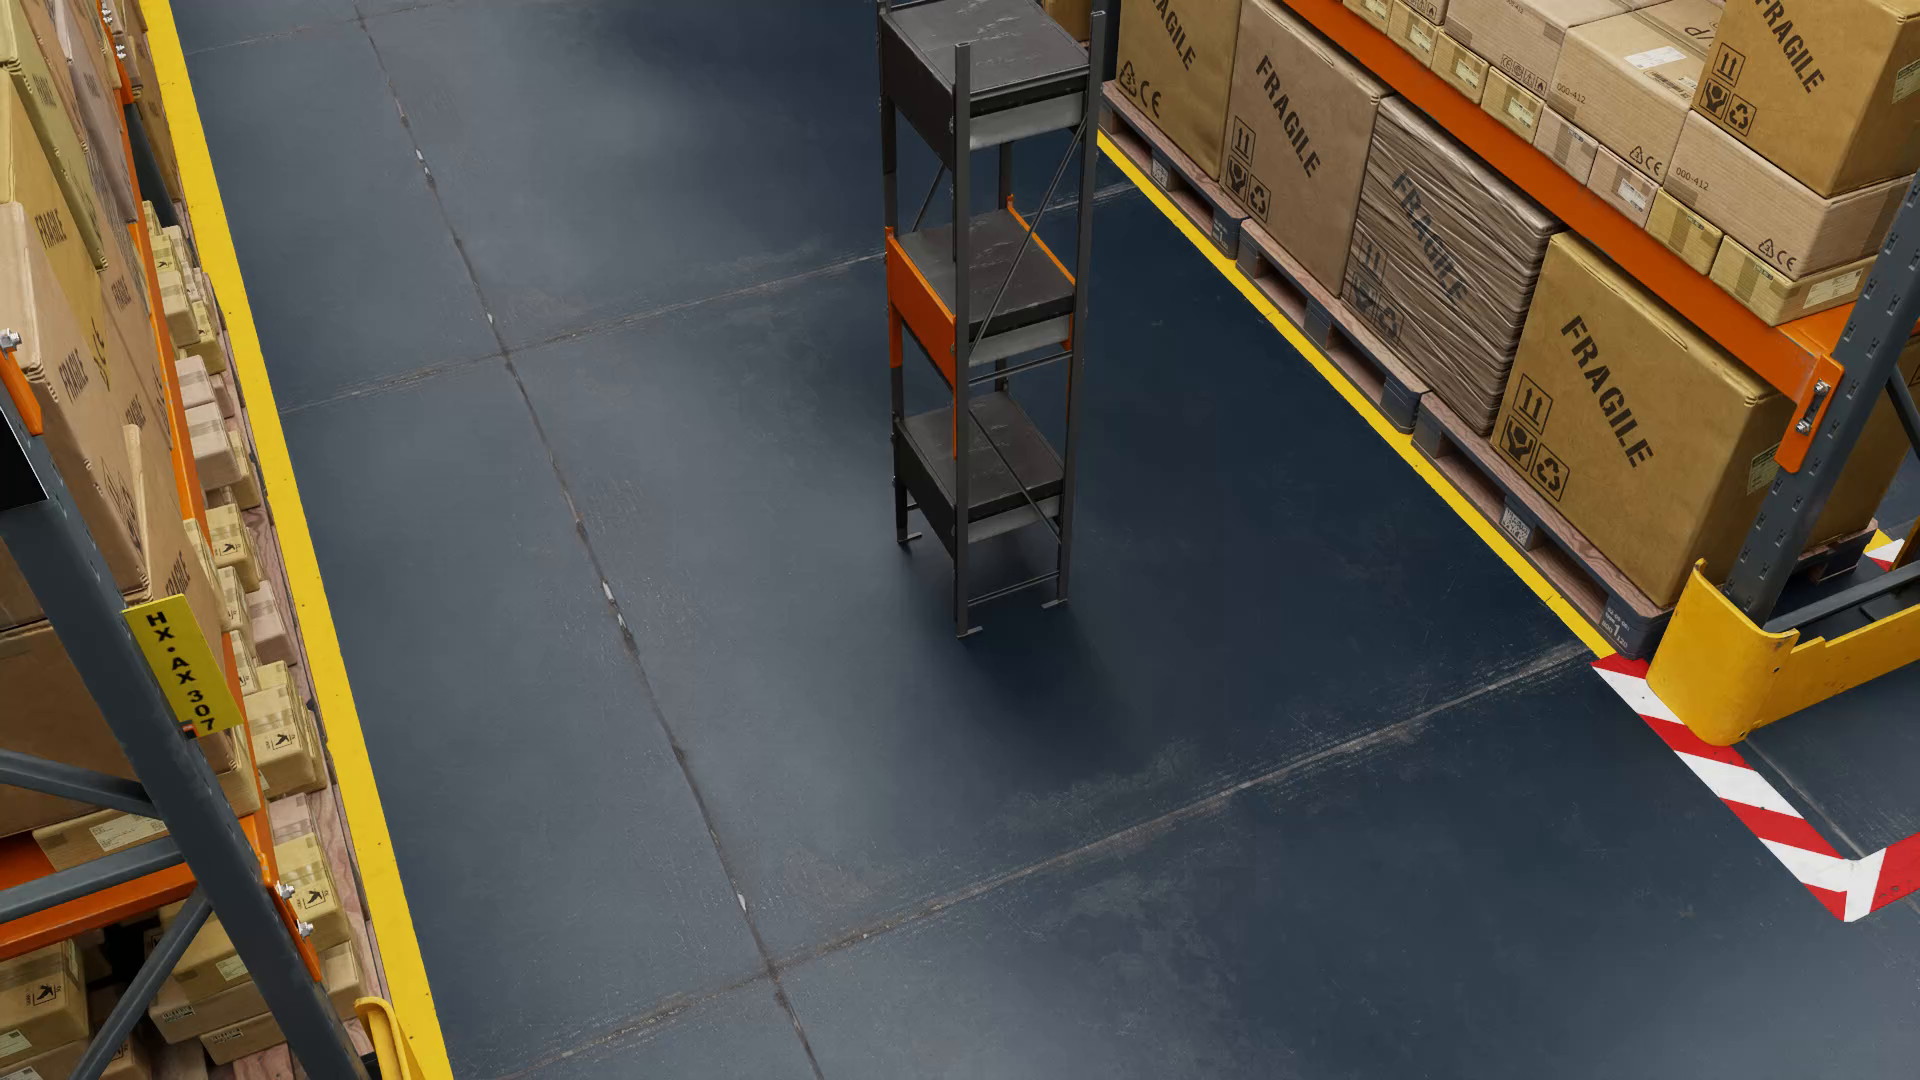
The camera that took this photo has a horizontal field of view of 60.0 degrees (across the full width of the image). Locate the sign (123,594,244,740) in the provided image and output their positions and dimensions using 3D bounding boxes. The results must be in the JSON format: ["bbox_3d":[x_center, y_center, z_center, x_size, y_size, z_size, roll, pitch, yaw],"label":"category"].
[{"bbox_3d":[-1.296,0.217,2.778,0.100,0.325,0.005,-18,47,-17],"label":"sign"}]

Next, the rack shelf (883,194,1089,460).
[{"bbox_3d":[0.070,-0.632,4.915,0.431,0.518,0.480,-18,47,-17],"label":"rack shelf"}]

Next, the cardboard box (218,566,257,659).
[{"bbox_3d":[-2.203,0.253,4.665,0.380,0.149,0.250,-16,47,-16],"label":"cardboard box"}]

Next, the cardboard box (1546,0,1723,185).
[{"bbox_3d":[2.097,-1.321,4.848,0.500,0.250,0.500,-19,48,-18],"label":"cardboard box"}]

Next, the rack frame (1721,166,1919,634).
[{"bbox_3d":[2.754,-0.715,4.339,1.000,3.000,0.127,-18,47,-17],"label":"rack frame"}]

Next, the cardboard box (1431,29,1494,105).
[{"bbox_3d":[1.765,-1.570,5.385,0.380,0.149,0.250,-18,47,-17],"label":"cardboard box"}]

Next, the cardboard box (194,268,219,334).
[{"bbox_3d":[-2.997,-0.849,6.205,0.380,0.149,0.250,-17,47,-17],"label":"cardboard box"}]

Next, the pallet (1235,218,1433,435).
[{"bbox_3d":[1.838,-0.985,6.598,1.003,0.211,1.213,-18,47,-17],"label":"pallet"}]

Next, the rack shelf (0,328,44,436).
[{"bbox_3d":[-2.630,-1.400,3.410,1.077,0.370,4.000,-18,47,-17],"label":"rack shelf"}]

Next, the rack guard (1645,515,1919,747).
[{"bbox_3d":[2.764,0.190,5.201,1.175,0.500,0.348,-18,47,-17],"label":"rack guard"}]

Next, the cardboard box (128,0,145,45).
[{"bbox_3d":[-3.997,-2.339,7.465,0.500,0.500,0.500,-17,47,-17],"label":"cardboard box"}]

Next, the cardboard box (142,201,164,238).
[{"bbox_3d":[-3.085,-1.060,5.996,0.380,0.149,0.250,-17,47,-16],"label":"cardboard box"}]

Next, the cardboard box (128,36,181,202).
[{"bbox_3d":[-3.541,-1.672,6.790,0.500,0.500,0.500,-16,47,-16],"label":"cardboard box"}]

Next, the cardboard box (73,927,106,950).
[{"bbox_3d":[-2.295,0.900,4.010,0.380,0.149,0.250,-17,47,-17],"label":"cardboard box"}]

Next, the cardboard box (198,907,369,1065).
[{"bbox_3d":[-1.718,1.123,4.207,0.380,0.149,0.250,-17,47,-17],"label":"cardboard box"}]

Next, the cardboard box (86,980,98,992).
[{"bbox_3d":[-2.399,1.143,4.186,0.380,0.149,0.250,-17,47,-16],"label":"cardboard box"}]

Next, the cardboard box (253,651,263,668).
[{"bbox_3d":[-2.215,0.494,4.844,0.380,0.149,0.250,-18,47,-17],"label":"cardboard box"}]

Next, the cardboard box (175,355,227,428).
[{"bbox_3d":[-2.594,-0.419,5.346,0.380,0.149,0.250,-20,48,-19],"label":"cardboard box"}]

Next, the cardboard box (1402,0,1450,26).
[{"bbox_3d":[1.660,-1.976,5.512,0.500,0.250,0.500,-18,47,-17],"label":"cardboard box"}]

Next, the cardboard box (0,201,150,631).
[{"bbox_3d":[-1.737,-0.176,2.798,0.500,0.500,0.500,-18,47,-18],"label":"cardboard box"}]

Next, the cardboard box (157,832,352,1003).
[{"bbox_3d":[-1.701,0.905,4.004,0.380,0.149,0.250,-20,48,-19],"label":"cardboard box"}]

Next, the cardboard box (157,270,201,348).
[{"bbox_3d":[-2.830,-0.752,5.684,0.380,0.149,0.250,-18,48,-18],"label":"cardboard box"}]

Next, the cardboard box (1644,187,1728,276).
[{"bbox_3d":[2.195,-0.920,4.726,0.380,0.149,0.250,-18,47,-17],"label":"cardboard box"}]

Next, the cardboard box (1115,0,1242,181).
[{"bbox_3d":[1.277,-2.213,7.071,0.875,0.875,0.875,-18,47,-17],"label":"cardboard box"}]

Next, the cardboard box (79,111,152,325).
[{"bbox_3d":[-2.389,-0.796,4.138,0.500,0.500,0.500,-19,48,-18],"label":"cardboard box"}]

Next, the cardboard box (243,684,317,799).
[{"bbox_3d":[-1.915,0.567,4.347,0.380,0.149,0.250,-18,47,-18],"label":"cardboard box"}]

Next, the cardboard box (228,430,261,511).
[{"bbox_3d":[-2.561,-0.189,5.537,0.380,0.149,0.250,-18,47,-17],"label":"cardboard box"}]

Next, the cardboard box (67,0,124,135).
[{"bbox_3d":[-2.794,-1.449,4.800,0.500,0.500,0.500,-19,48,-18],"label":"cardboard box"}]

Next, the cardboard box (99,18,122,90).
[{"bbox_3d":[-2.931,-1.529,5.343,0.380,0.149,0.250,-19,48,-18],"label":"cardboard box"}]

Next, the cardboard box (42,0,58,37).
[{"bbox_3d":[-2.603,-1.483,4.122,0.500,0.500,0.500,-17,47,-16],"label":"cardboard box"}]

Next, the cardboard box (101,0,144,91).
[{"bbox_3d":[-3.542,-1.939,6.526,0.500,0.250,0.500,-20,48,-19],"label":"cardboard box"}]

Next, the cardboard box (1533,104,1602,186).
[{"bbox_3d":[1.986,-1.240,5.050,0.380,0.149,0.250,-17,47,-17],"label":"cardboard box"}]

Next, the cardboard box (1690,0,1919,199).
[{"bbox_3d":[2.311,-1.267,4.259,0.500,0.500,0.500,-17,47,-17],"label":"cardboard box"}]

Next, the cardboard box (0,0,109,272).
[{"bbox_3d":[-2.153,-0.834,3.465,0.500,0.500,0.500,-19,48,-18],"label":"cardboard box"}]

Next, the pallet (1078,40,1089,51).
[{"bbox_3d":[0.679,-2.741,8.377,1.003,0.211,1.213,-18,47,-17],"label":"pallet"}]

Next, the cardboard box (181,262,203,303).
[{"bbox_3d":[-2.925,-0.828,5.973,0.380,0.149,0.250,-20,48,-19],"label":"cardboard box"}]

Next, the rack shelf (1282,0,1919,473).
[{"bbox_3d":[1.913,-1.733,5.883,1.077,0.370,4.000,-18,47,-17],"label":"rack shelf"}]

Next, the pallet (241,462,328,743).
[{"bbox_3d":[-2.639,0.325,5.270,1.003,0.211,1.213,-18,47,-17],"label":"pallet"}]

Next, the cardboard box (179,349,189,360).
[{"bbox_3d":[-2.779,-0.474,5.614,0.380,0.149,0.250,-18,47,-17],"label":"cardboard box"}]

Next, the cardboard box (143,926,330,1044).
[{"bbox_3d":[-1.776,1.035,4.084,0.380,0.149,0.250,-16,47,-16],"label":"cardboard box"}]

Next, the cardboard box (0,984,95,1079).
[{"bbox_3d":[-2.270,1.193,3.924,0.380,0.149,0.250,-19,48,-18],"label":"cardboard box"}]

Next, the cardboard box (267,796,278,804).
[{"bbox_3d":[-2.023,0.714,4.409,0.380,0.149,0.250,-17,47,-17],"label":"cardboard box"}]

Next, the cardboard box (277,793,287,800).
[{"bbox_3d":[-2.013,0.824,4.510,0.380,0.149,0.250,-18,47,-17],"label":"cardboard box"}]

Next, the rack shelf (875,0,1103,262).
[{"bbox_3d":[0.070,-1.130,4.424,0.431,0.518,0.480,-18,47,-17],"label":"rack shelf"}]

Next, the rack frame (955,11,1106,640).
[{"bbox_3d":[0.172,-0.486,4.748,0.400,2.100,0.015,-18,47,-17],"label":"rack frame"}]

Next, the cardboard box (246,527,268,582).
[{"bbox_3d":[-2.381,0.141,5.202,0.380,0.149,0.250,-18,47,-17],"label":"cardboard box"}]

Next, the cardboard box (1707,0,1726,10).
[{"bbox_3d":[2.573,-1.482,5.011,0.500,0.250,0.500,-19,48,-18],"label":"cardboard box"}]

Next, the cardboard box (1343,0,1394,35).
[{"bbox_3d":[1.552,-1.895,5.713,0.380,0.149,0.250,-19,48,-19],"label":"cardboard box"}]

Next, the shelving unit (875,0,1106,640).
[{"bbox_3d":[0.070,-0.642,4.906,0.431,2.100,0.503,-18,47,-17],"label":"shelving unit"}]

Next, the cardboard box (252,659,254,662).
[{"bbox_3d":[-2.230,0.378,4.750,0.380,0.149,0.250,-20,48,-19],"label":"cardboard box"}]

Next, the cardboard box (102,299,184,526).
[{"bbox_3d":[-1.975,-0.157,3.490,0.500,0.500,0.500,-18,47,-17],"label":"cardboard box"}]

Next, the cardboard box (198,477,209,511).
[{"bbox_3d":[-2.465,-0.060,4.982,0.380,0.149,0.250,-18,47,-17],"label":"cardboard box"}]

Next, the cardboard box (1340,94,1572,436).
[{"bbox_3d":[2.030,-1.072,5.914,0.875,0.875,0.875,-18,47,-17],"label":"cardboard box"}]

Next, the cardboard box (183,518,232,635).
[{"bbox_3d":[-1.837,0.135,3.657,0.380,0.149,0.250,-19,48,-19],"label":"cardboard box"}]

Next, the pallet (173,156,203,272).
[{"bbox_3d":[-3.799,-1.366,6.985,1.003,0.211,1.213,-18,47,-17],"label":"pallet"}]
